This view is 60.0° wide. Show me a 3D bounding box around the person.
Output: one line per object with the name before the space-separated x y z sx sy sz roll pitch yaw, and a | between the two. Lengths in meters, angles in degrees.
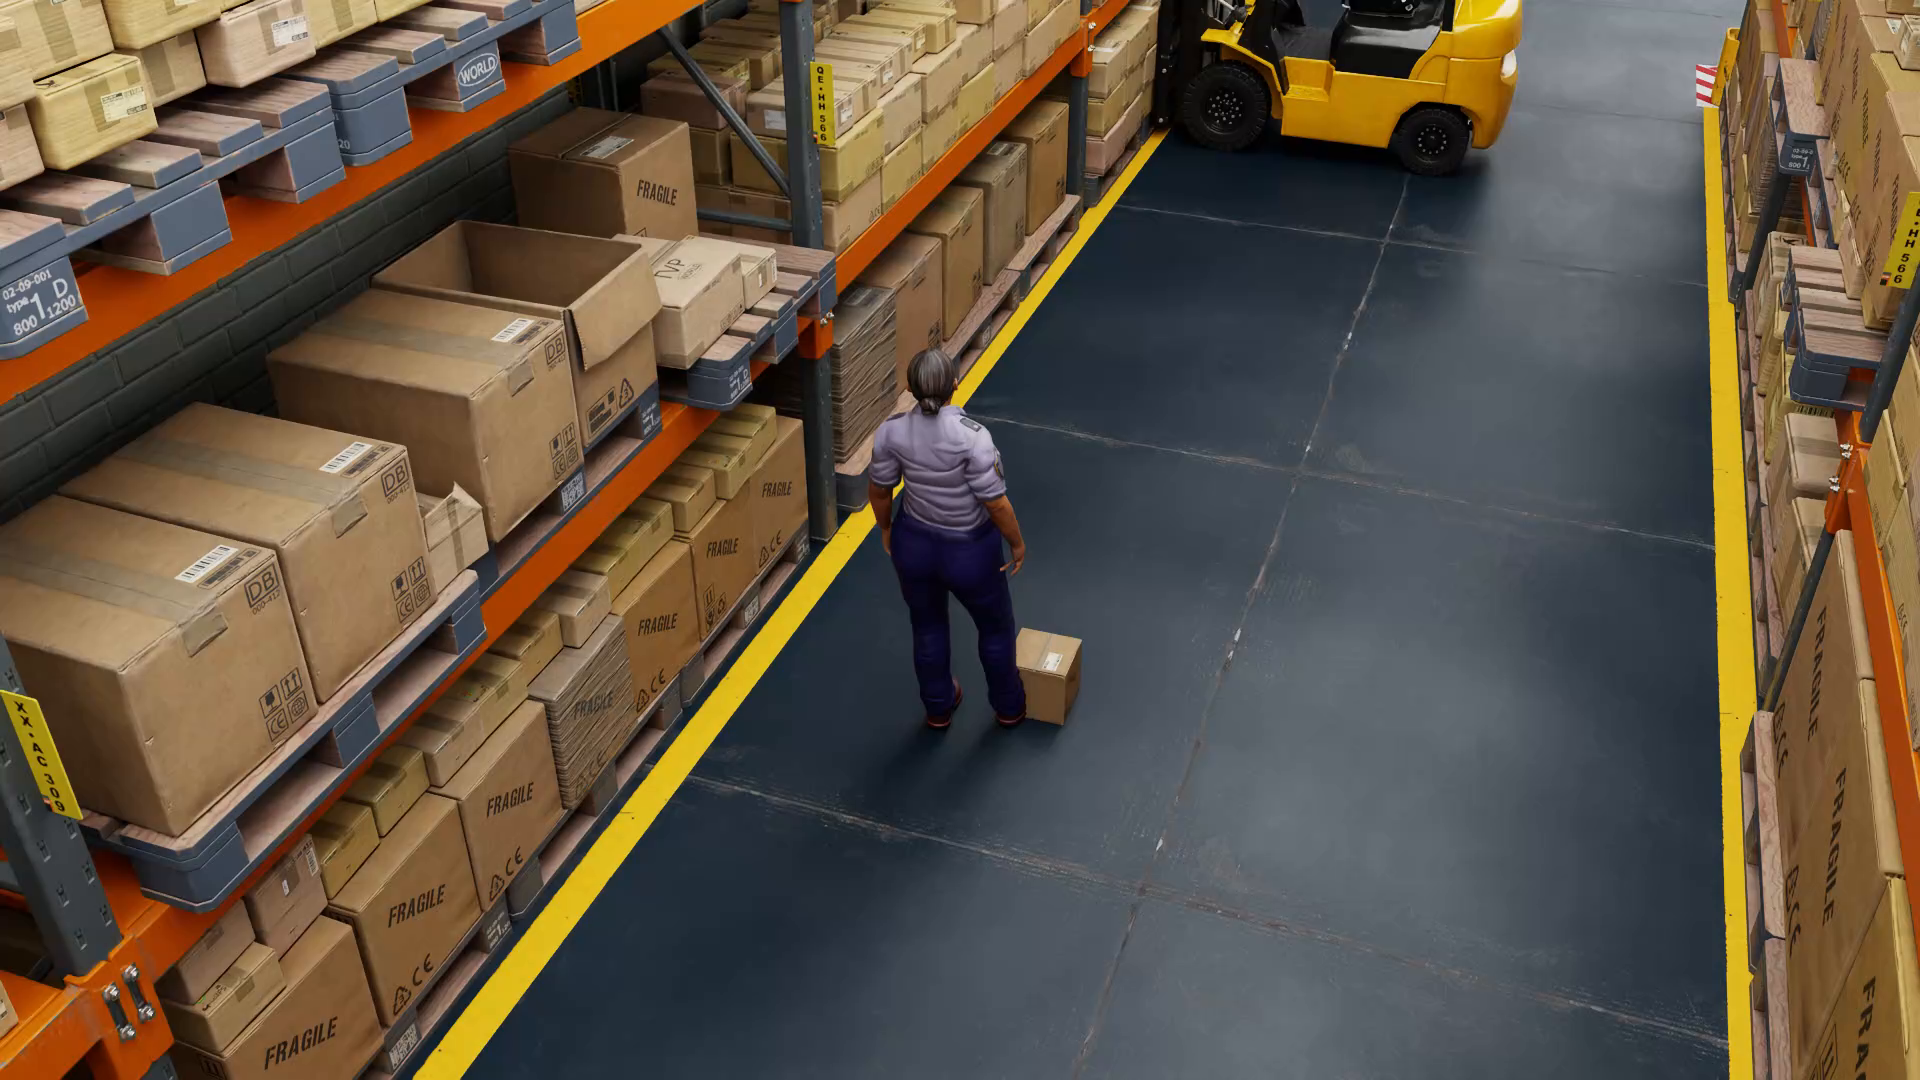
person | -0.001 -0.011 6.154 0.599 1.650 0.502 11 35 16
